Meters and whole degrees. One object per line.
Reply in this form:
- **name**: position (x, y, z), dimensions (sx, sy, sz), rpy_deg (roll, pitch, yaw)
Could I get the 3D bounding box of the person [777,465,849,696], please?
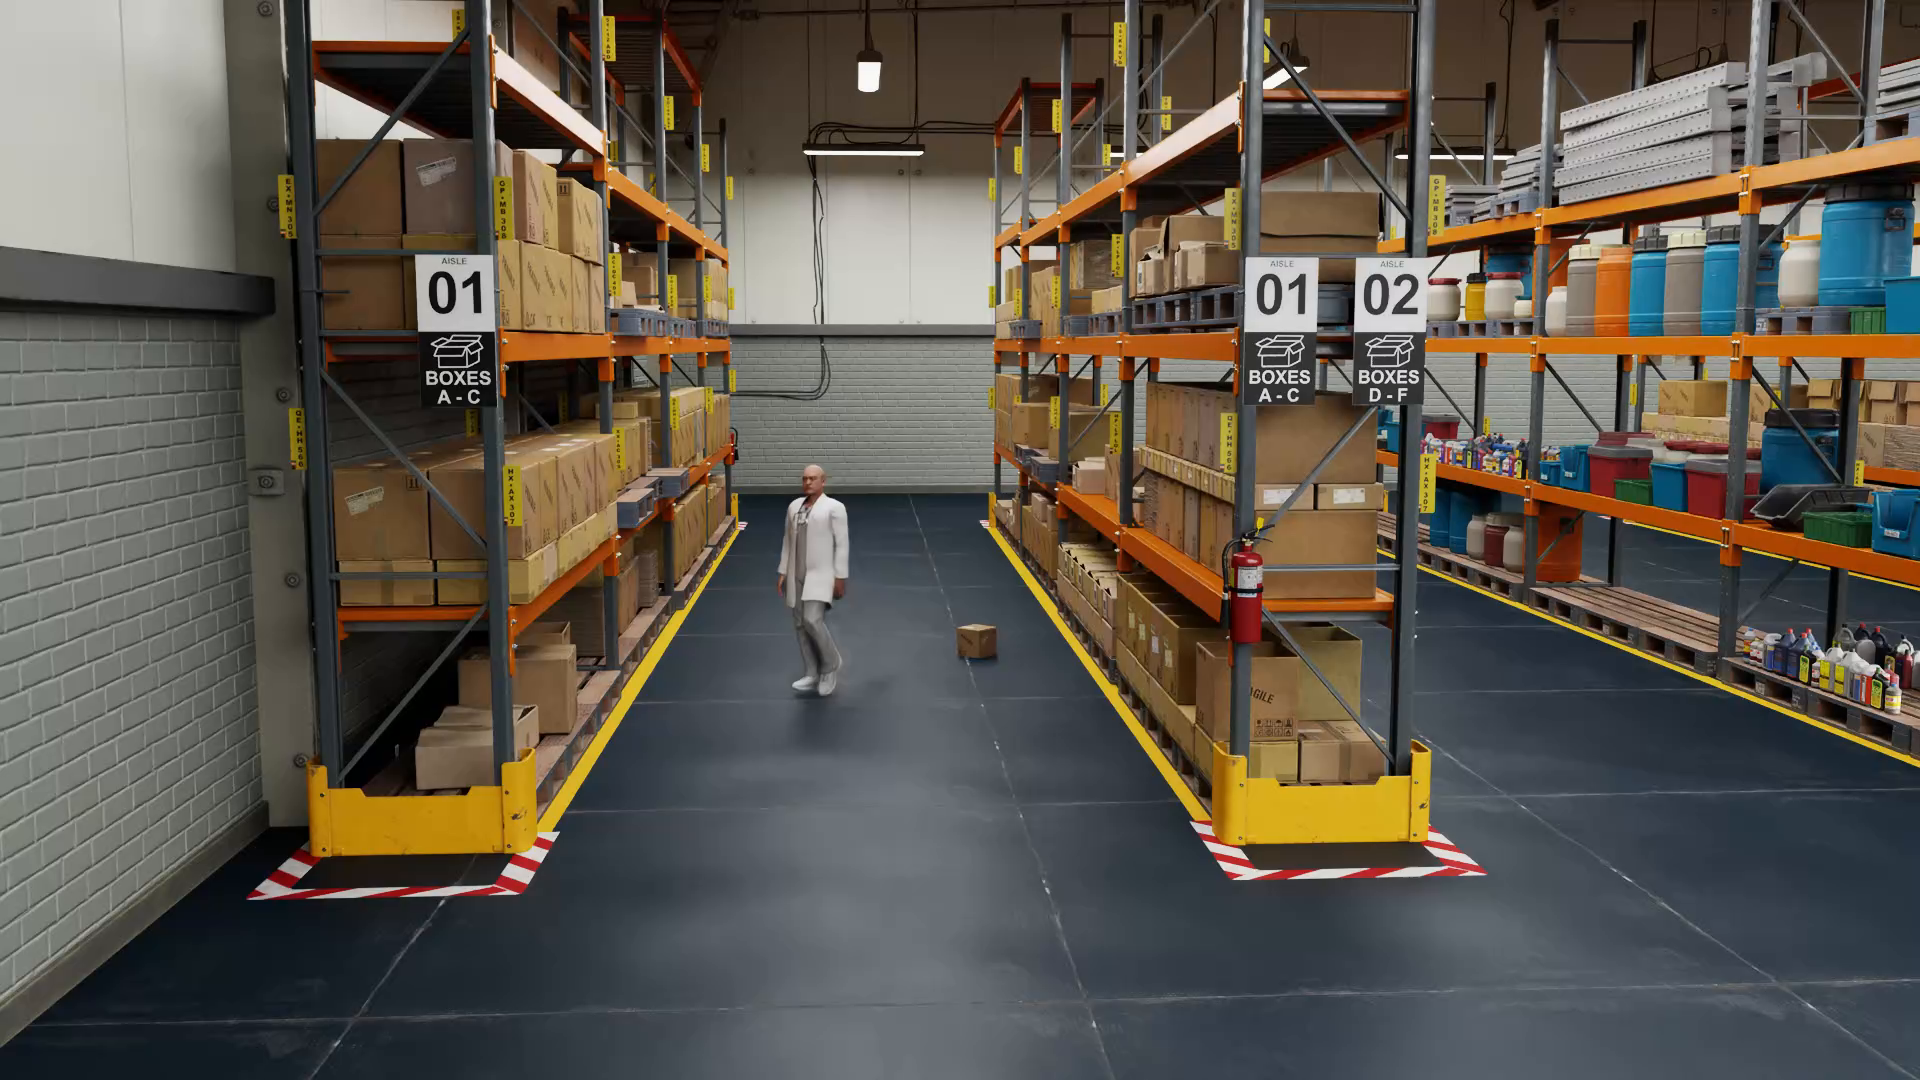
- **person**: position (-1.185, 0.319, 13.016), dimensions (0.568, 1.807, 0.468), rpy_deg (4, 8, 32)
